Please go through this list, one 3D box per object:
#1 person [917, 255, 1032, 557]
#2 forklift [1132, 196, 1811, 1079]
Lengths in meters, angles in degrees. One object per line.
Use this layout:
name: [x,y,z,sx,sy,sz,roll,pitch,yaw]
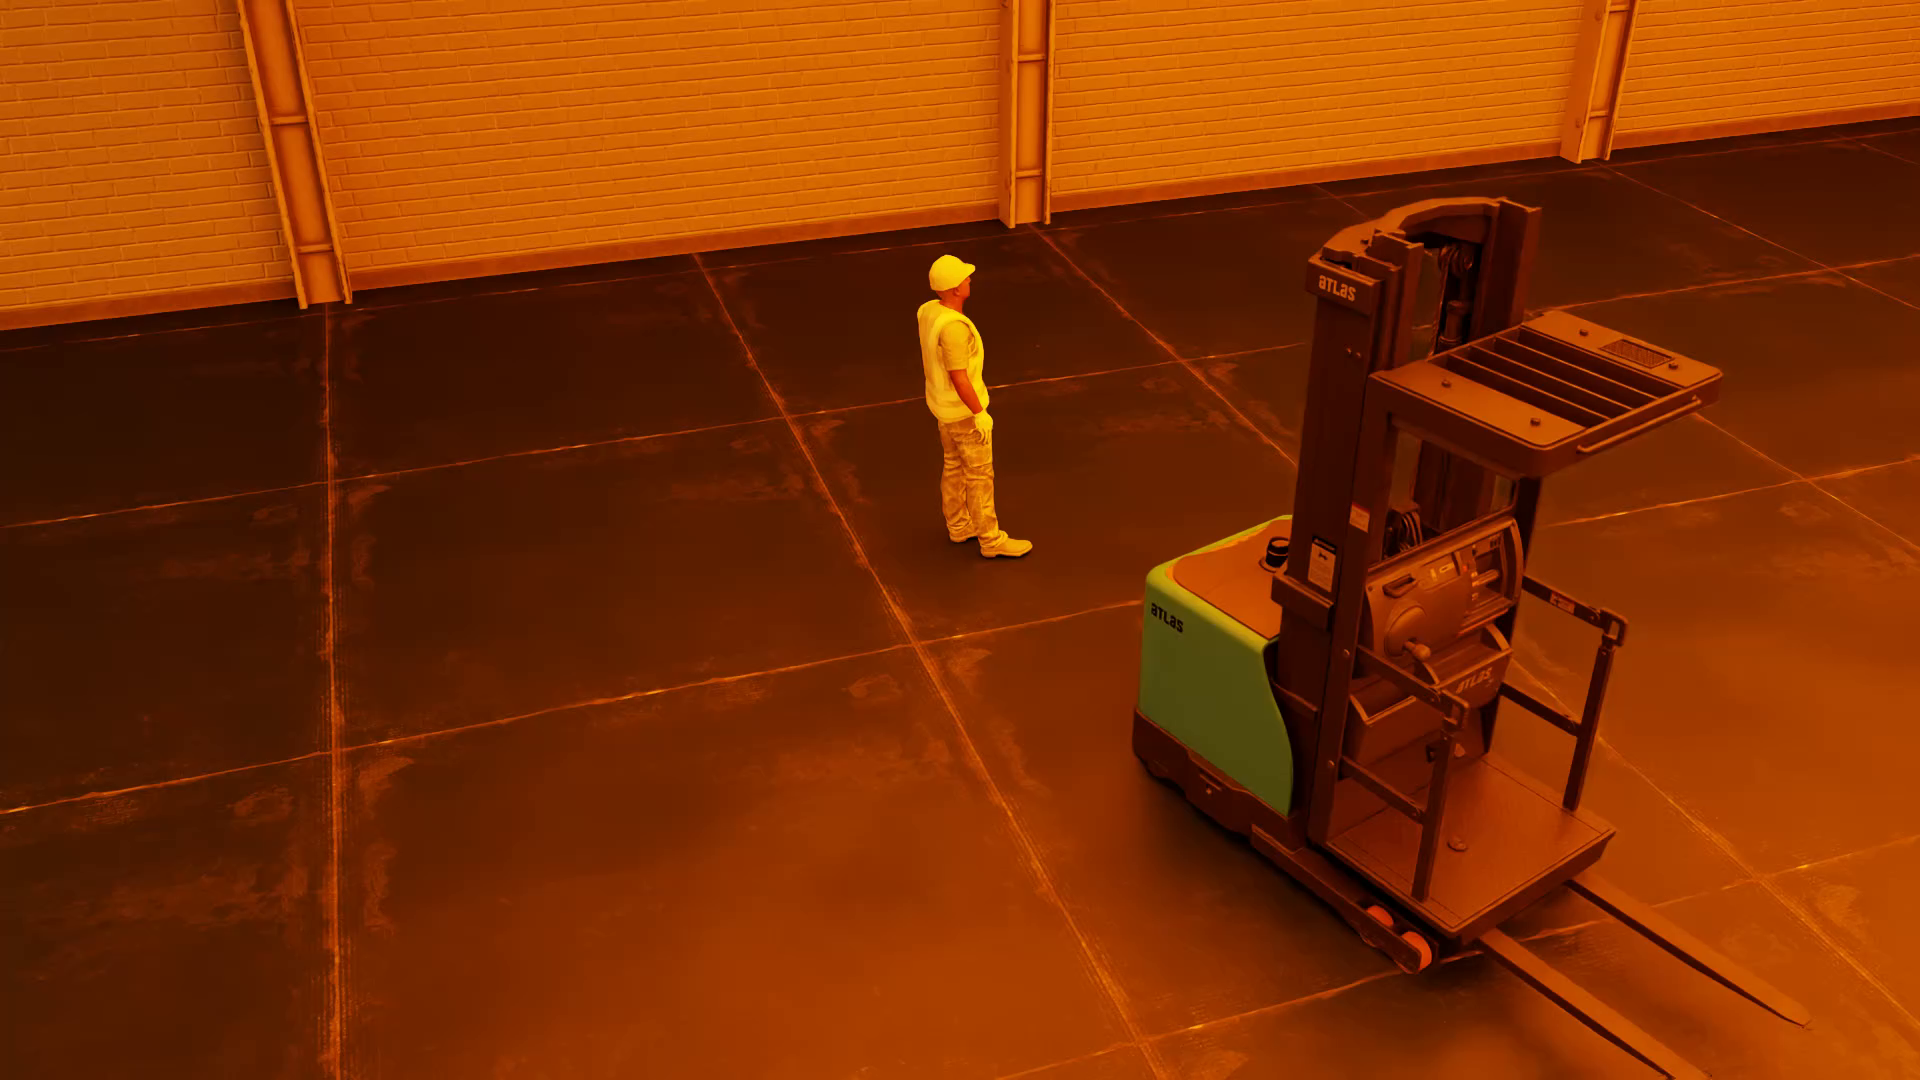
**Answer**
person: [0.071,-0.787,9.591,0.575,1.785,0.657,-10,31,-16]
forklift: [2.112,0.249,6.654,1.130,2.935,3.031,-20,35,-31]
